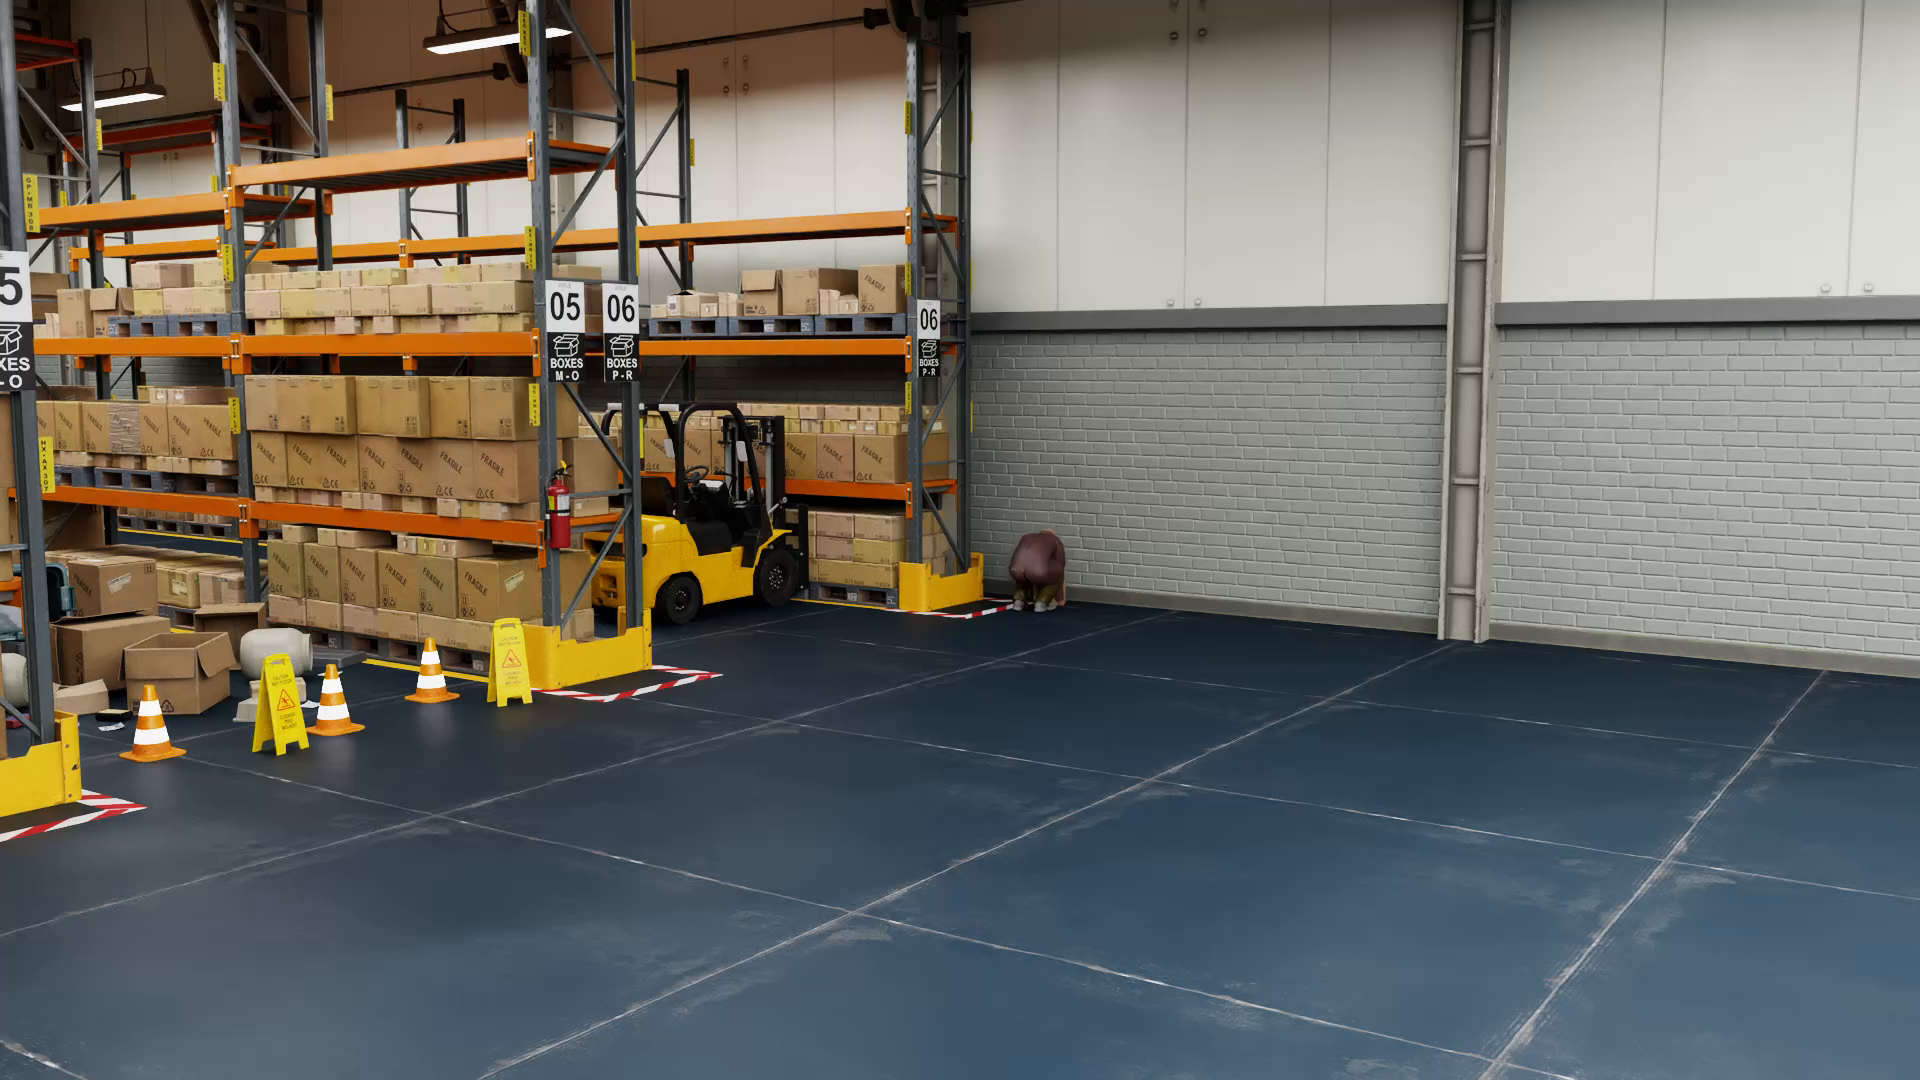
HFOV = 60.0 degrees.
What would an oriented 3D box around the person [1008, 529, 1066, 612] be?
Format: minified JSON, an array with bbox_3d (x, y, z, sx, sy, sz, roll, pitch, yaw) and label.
[{"bbox_3d":[0.825,0.353,17.379,0.578,0.831,0.918,3,7,25],"label":"person"}]
